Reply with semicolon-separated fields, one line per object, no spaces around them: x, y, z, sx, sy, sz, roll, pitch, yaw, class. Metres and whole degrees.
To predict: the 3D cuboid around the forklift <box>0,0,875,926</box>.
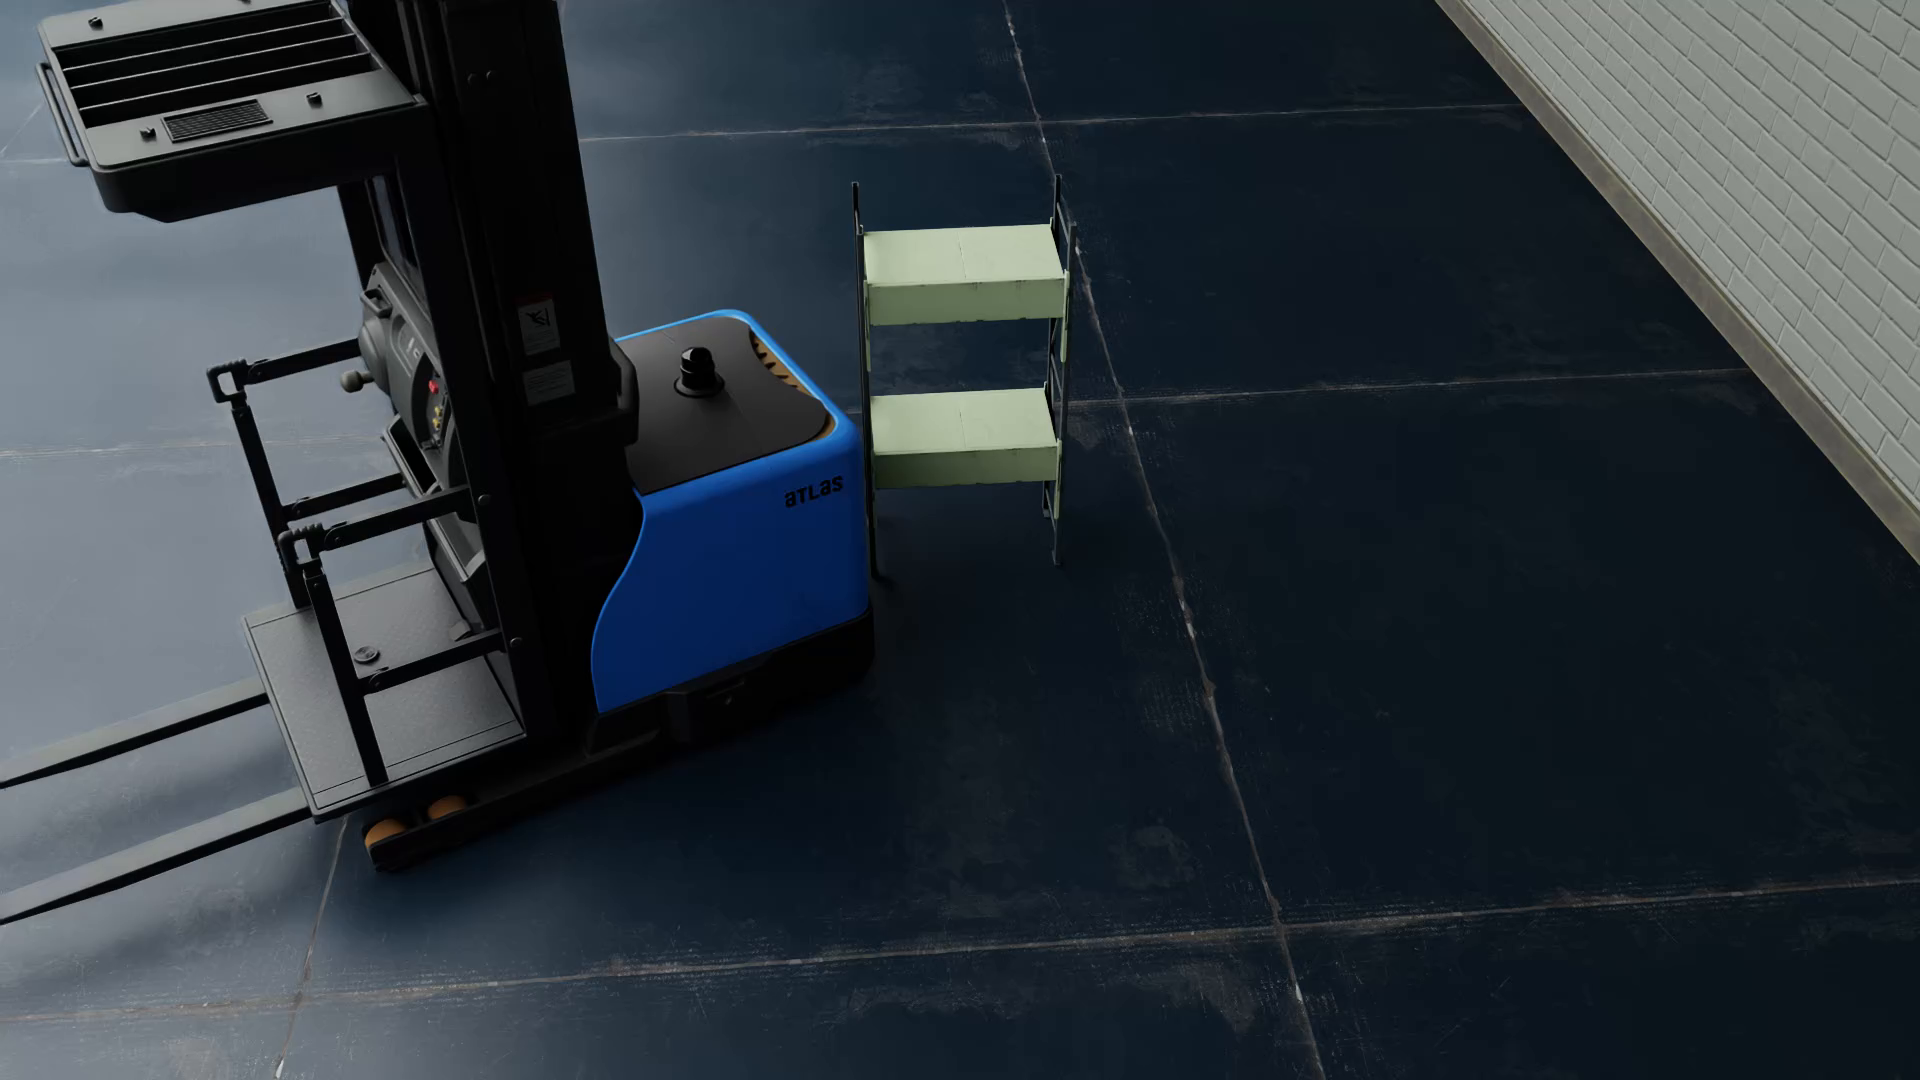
-1.845;-0.460;4.967;3.031;2.935;1.130;-20;42;-23;forklift

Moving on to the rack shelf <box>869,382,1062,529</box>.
0.007;-0.333;6.488;0.720;0.370;0.431;-3;38;-4;rack shelf

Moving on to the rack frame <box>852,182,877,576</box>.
-0.358;-0.569;6.260;0.023;1.500;0.400;-3;38;-4;rack frame

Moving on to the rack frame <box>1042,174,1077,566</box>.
0.371;-0.609;6.311;0.023;1.500;0.400;-3;38;-4;rack frame

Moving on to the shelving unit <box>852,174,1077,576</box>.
0.007;-0.589;6.286;0.755;1.500;0.431;-3;38;-4;shelving unit

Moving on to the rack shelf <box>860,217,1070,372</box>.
0.007;-0.896;6.044;0.720;0.370;0.431;-3;38;-4;rack shelf
